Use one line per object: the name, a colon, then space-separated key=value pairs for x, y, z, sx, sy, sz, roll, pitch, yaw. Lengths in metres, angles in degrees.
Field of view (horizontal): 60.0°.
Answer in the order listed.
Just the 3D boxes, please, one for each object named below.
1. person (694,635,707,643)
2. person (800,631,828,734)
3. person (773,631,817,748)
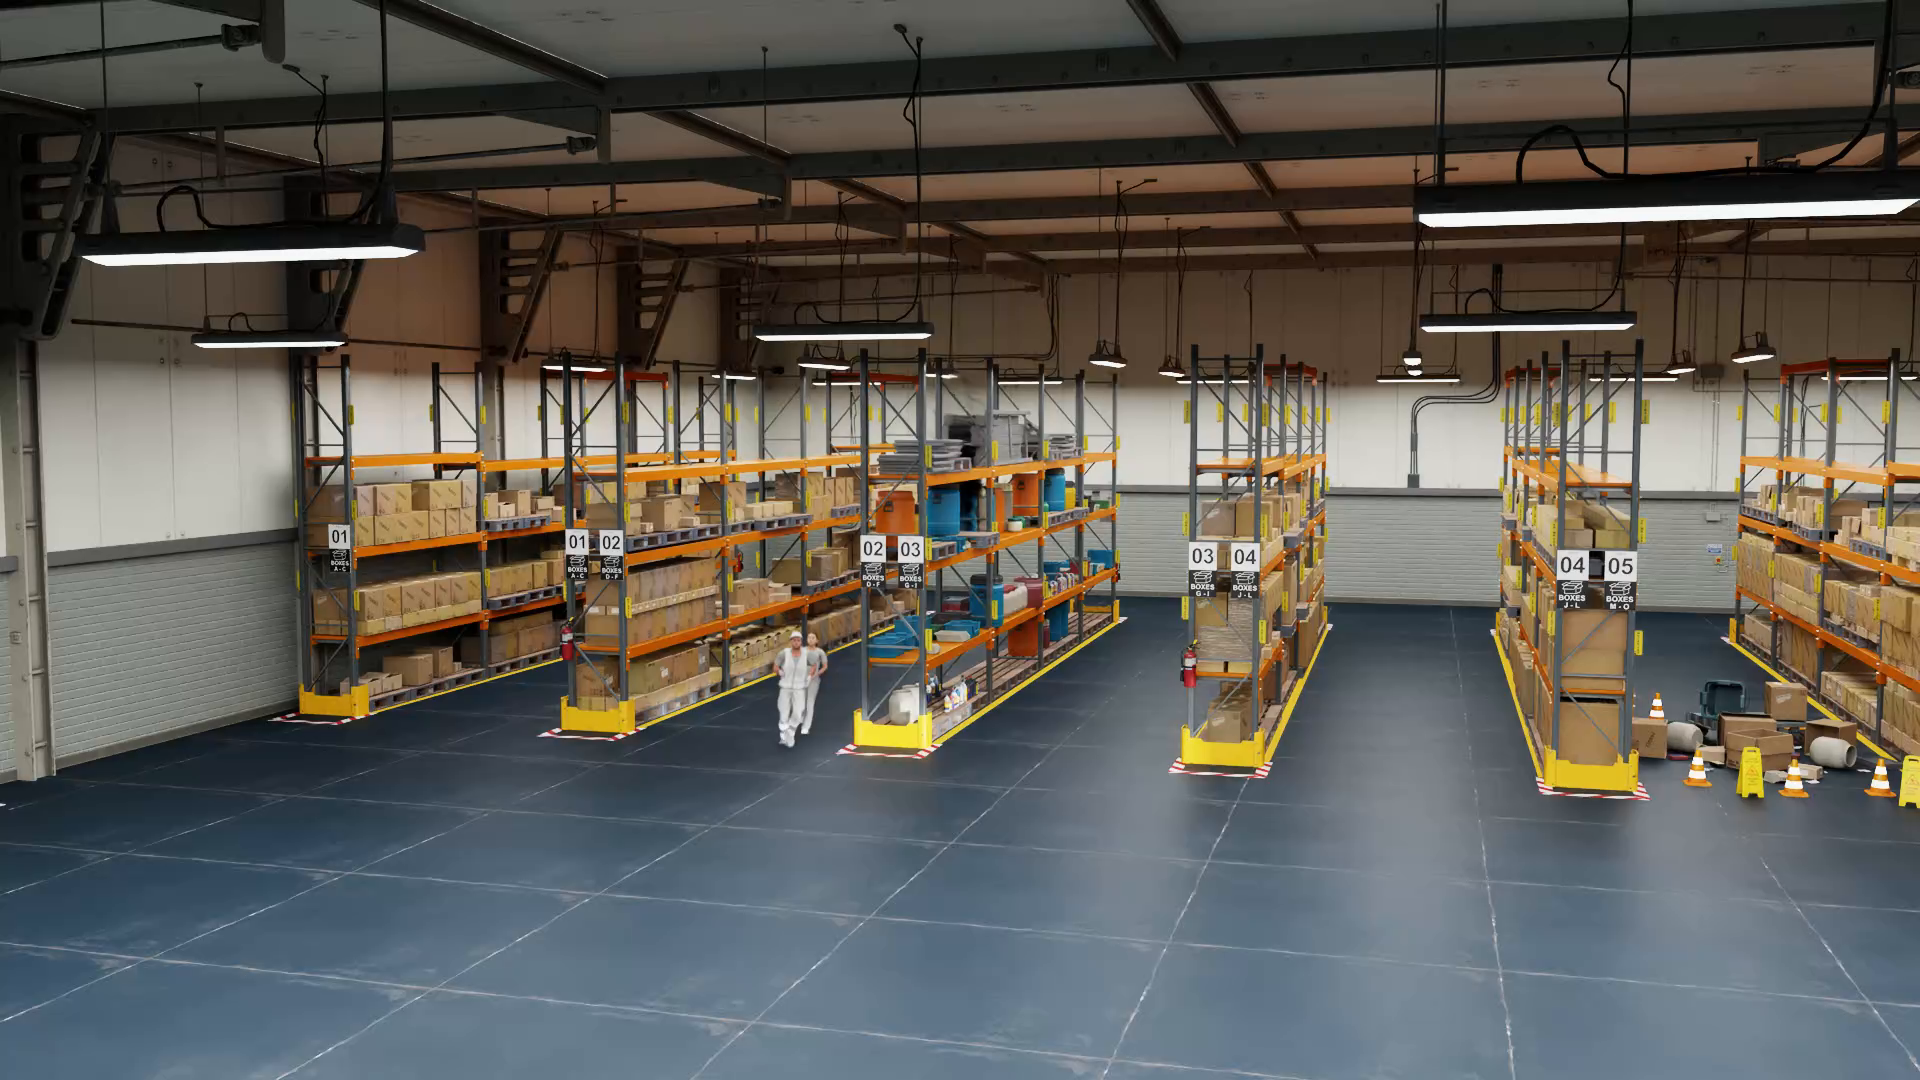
person: x=-5.561 y=1.489 z=35.302 sx=0.613 sy=1.815 sz=0.909 roll=0 pitch=4 yaw=0
person: x=-2.359 y=2.241 z=26.220 sx=0.553 sy=1.620 sz=0.541 roll=0 pitch=4 yaw=4
person: x=-2.485 y=2.253 z=24.999 sx=0.660 sy=1.768 sz=0.661 roll=0 pitch=4 yaw=-5
